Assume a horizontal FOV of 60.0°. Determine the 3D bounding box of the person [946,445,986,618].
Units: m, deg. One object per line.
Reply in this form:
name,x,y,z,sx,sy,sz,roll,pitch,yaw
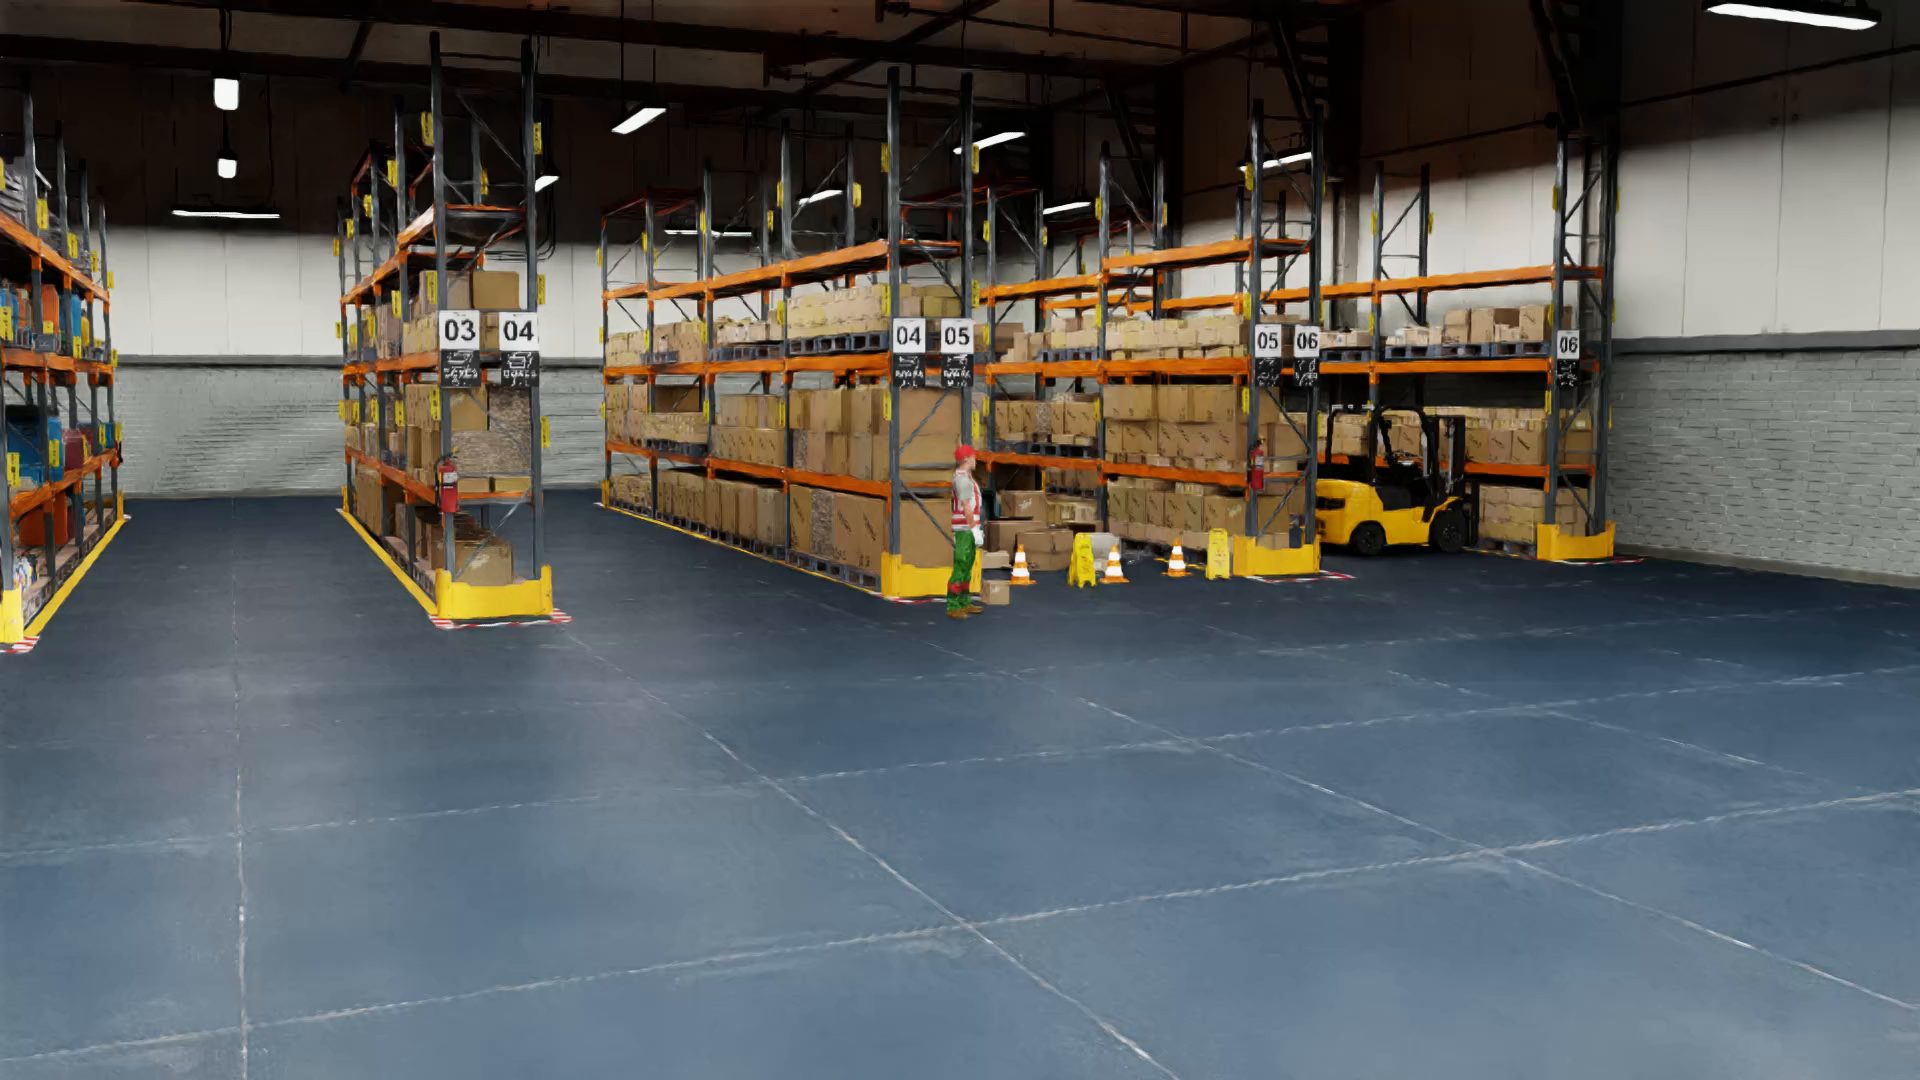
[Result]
person,0.070,-0.101,17.453,0.402,1.797,0.677,0,5,1
